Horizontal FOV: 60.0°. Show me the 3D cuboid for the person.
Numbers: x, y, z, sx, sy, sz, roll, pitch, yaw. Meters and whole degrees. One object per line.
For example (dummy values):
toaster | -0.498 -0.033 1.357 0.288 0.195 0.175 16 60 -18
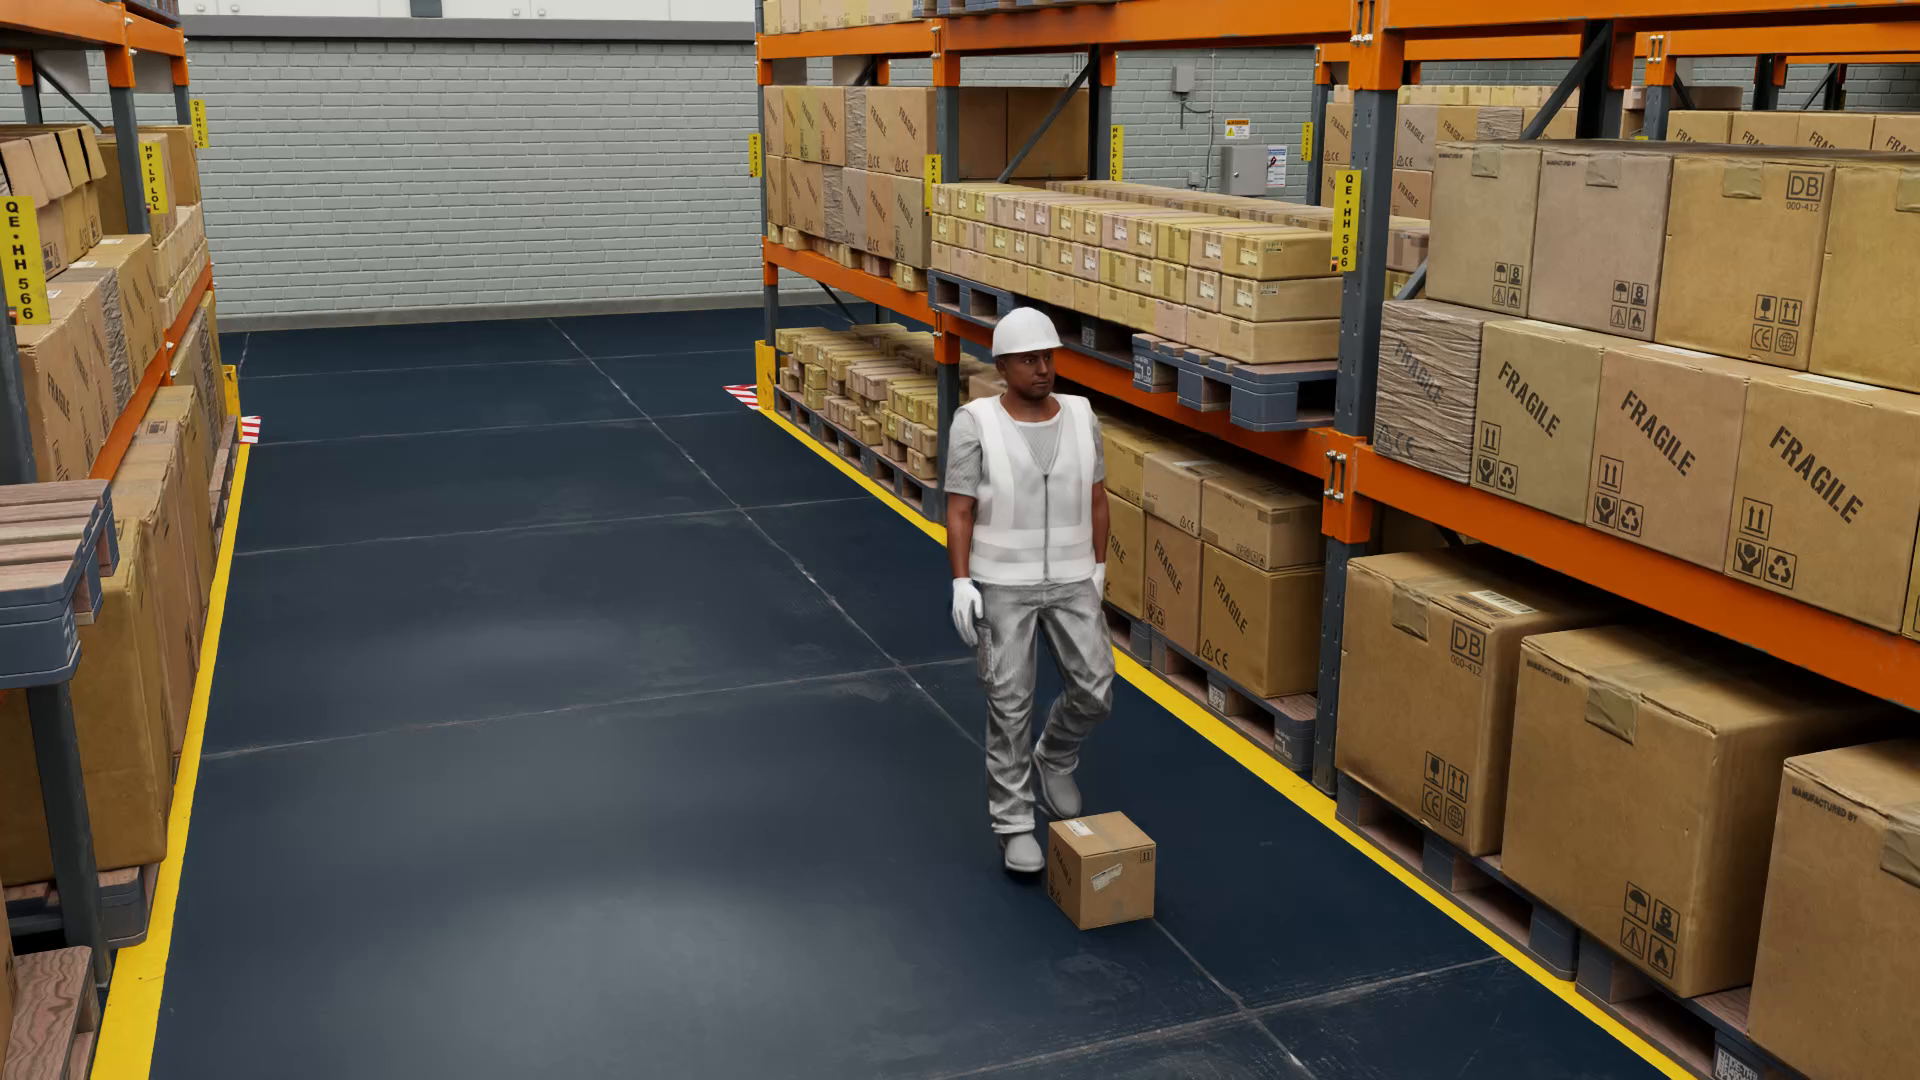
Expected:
person | 0.234 0.151 5.371 0.576 1.781 0.615 -4 16 -15
